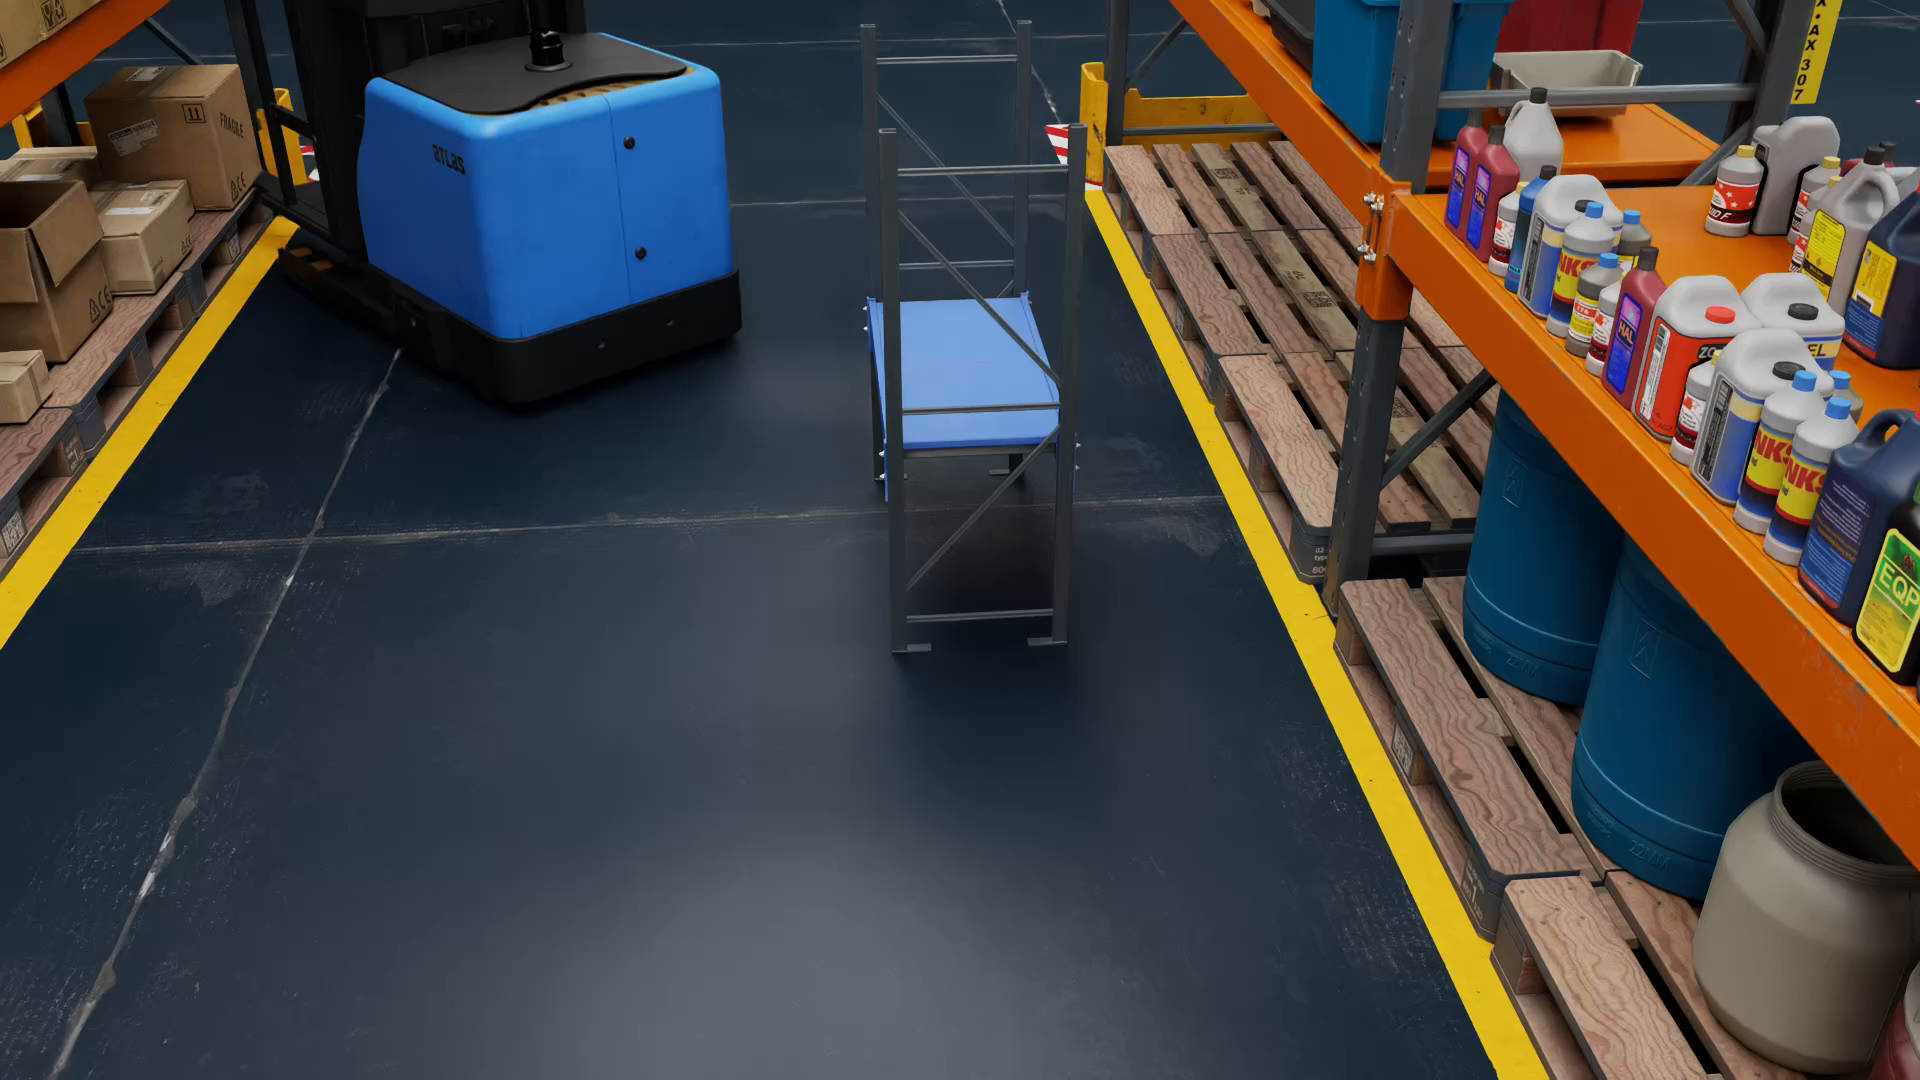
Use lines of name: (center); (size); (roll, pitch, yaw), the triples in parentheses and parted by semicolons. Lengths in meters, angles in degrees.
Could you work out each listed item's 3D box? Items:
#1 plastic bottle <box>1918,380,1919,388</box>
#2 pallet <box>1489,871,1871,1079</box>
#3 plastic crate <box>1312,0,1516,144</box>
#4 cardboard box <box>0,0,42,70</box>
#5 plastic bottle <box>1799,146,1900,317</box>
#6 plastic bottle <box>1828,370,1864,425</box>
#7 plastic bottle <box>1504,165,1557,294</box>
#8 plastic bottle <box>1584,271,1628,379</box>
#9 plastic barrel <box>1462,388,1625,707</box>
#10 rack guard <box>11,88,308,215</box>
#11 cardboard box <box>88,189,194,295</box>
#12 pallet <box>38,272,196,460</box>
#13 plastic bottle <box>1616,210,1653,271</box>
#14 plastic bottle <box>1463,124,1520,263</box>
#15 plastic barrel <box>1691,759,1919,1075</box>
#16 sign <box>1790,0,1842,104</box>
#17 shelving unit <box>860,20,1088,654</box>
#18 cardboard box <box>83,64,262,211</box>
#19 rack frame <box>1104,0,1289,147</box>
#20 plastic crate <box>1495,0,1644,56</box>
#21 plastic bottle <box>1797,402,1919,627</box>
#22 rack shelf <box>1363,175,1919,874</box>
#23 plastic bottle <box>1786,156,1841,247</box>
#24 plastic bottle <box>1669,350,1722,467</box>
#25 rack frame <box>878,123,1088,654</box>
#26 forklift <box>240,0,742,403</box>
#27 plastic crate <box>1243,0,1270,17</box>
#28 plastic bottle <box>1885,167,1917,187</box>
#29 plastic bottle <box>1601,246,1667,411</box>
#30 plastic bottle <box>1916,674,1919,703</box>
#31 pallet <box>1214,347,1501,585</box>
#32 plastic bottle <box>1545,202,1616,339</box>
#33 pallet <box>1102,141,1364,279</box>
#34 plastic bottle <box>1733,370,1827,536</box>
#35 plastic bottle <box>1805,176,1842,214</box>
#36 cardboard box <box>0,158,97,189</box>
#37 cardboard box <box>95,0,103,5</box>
plastic bottle: (1.898, -0.406, 3.130); (0.097, 0.271, 0.097); (0, 31, 0)
pallet: (1.728, 1.111, 3.185); (1.003, 0.211, 1.213); (-3, 31, -5)
plastic crate: (1.197, -1.348, 4.538); (0.392, 0.384, 0.575); (-3, 31, -5)
cardboard box: (-3.224, -1.704, 5.081); (0.500, 0.500, 0.500); (-3, 31, -5)
plastic bottle: (1.848, -0.625, 3.419); (0.144, 0.351, 0.185); (-3, 31, -5)
plastic bottle: (1.475, -0.191, 2.839); (0.097, 0.201, 0.097); (0, 31, 0)
plastic bottle: (1.240, -0.668, 3.569); (0.097, 0.271, 0.097); (0, 31, 0)
plastic bottle: (1.280, -0.420, 3.222); (0.097, 0.201, 0.097); (0, 31, 0)
plastic barrel: (1.614, -0.108, 4.142); (0.600, 0.901, 0.708); (-3, 31, -5)
rack guard: (-3.719, -1.802, 7.779); (1.175, 0.500, 0.348); (-3, 31, -5)
cardboard box: (-3.371, -1.170, 6.535); (0.500, 0.250, 0.500); (-3, 31, -5)
pallet: (-3.532, -0.649, 6.131); (1.003, 0.211, 1.213); (-3, 31, -5)
plastic bottle: (1.401, -0.595, 3.516); (0.097, 0.201, 0.097); (0, 31, 0)
plastic bottle: (1.202, -0.781, 3.746); (0.061, 0.283, 0.133); (-3, 31, -5)
plastic barrel: (1.644, 0.714, 3.146); (0.421, 0.512, 0.421); (0, 31, 0)
sign: (2.128, -1.251, 4.149); (0.100, 0.325, 0.005); (-3, 31, -5)
shelving unit: (0.008, -0.600, 4.792); (0.538, 1.500, 1.048); (-3, 31, -5)
cardboard box: (-3.430, -1.763, 7.286); (0.500, 0.500, 0.500); (-3, 31, -5)
rack frame: (1.206, -3.149, 7.597); (1.000, 3.000, 0.127); (-3, 31, -5)
plastic crate: (1.746, -1.628, 4.929); (0.402, 0.464, 0.583); (-3, 31, -5)
plastic bottle: (1.381, -0.059, 2.471); (0.144, 0.351, 0.185); (-3, 31, -5)
rack shelf: (1.767, 0.223, 2.653); (1.077, 0.370, 4.000); (-3, 31, -5)
plastic bottle: (1.977, -0.778, 3.821); (0.097, 0.201, 0.097); (0, 31, 0)
plastic bottle: (1.314, -0.234, 2.910); (0.097, 0.201, 0.097); (0, 31, 0)
rack frame: (0.055, -0.341, 4.358); (0.500, 1.500, 0.032); (-3, 31, -5)
forklift: (-2.224, -2.414, 6.433); (1.130, 2.935, 3.031); (-26, 39, -36)
plastic crate: (1.118, -1.894, 5.694); (0.293, 0.136, 0.466); (-3, 31, -5)
plastic bottle: (1.973, -0.681, 3.586); (0.152, 0.276, 0.135); (-3, 31, -5)
plastic bottle: (1.273, -0.395, 3.101); (0.061, 0.283, 0.133); (-3, 31, -5)
plastic bottle: (1.411, 0.104, 2.199); (0.144, 0.351, 0.185); (-3, 31, -5)
pallet: (1.473, -0.283, 5.518); (1.003, 0.211, 1.213); (-3, 31, -5)
plastic bottle: (1.262, -0.550, 3.370); (0.097, 0.271, 0.097); (0, 31, 0)
pallet: (1.245, -1.529, 7.604); (1.003, 0.211, 1.213); (-3, 31, -5)
plastic bottle: (1.336, -0.145, 2.693); (0.097, 0.271, 0.097); (0, 31, 0)
plastic bottle: (1.929, -0.707, 3.702); (0.097, 0.201, 0.097); (0, 31, 0)
cardboard box: (-3.911, -1.375, 6.880); (0.500, 0.250, 0.500); (-3, 31, -5)
cardboard box: (-3.320, -2.221, 5.946); (0.500, 0.500, 0.500); (-3, 31, -4)
